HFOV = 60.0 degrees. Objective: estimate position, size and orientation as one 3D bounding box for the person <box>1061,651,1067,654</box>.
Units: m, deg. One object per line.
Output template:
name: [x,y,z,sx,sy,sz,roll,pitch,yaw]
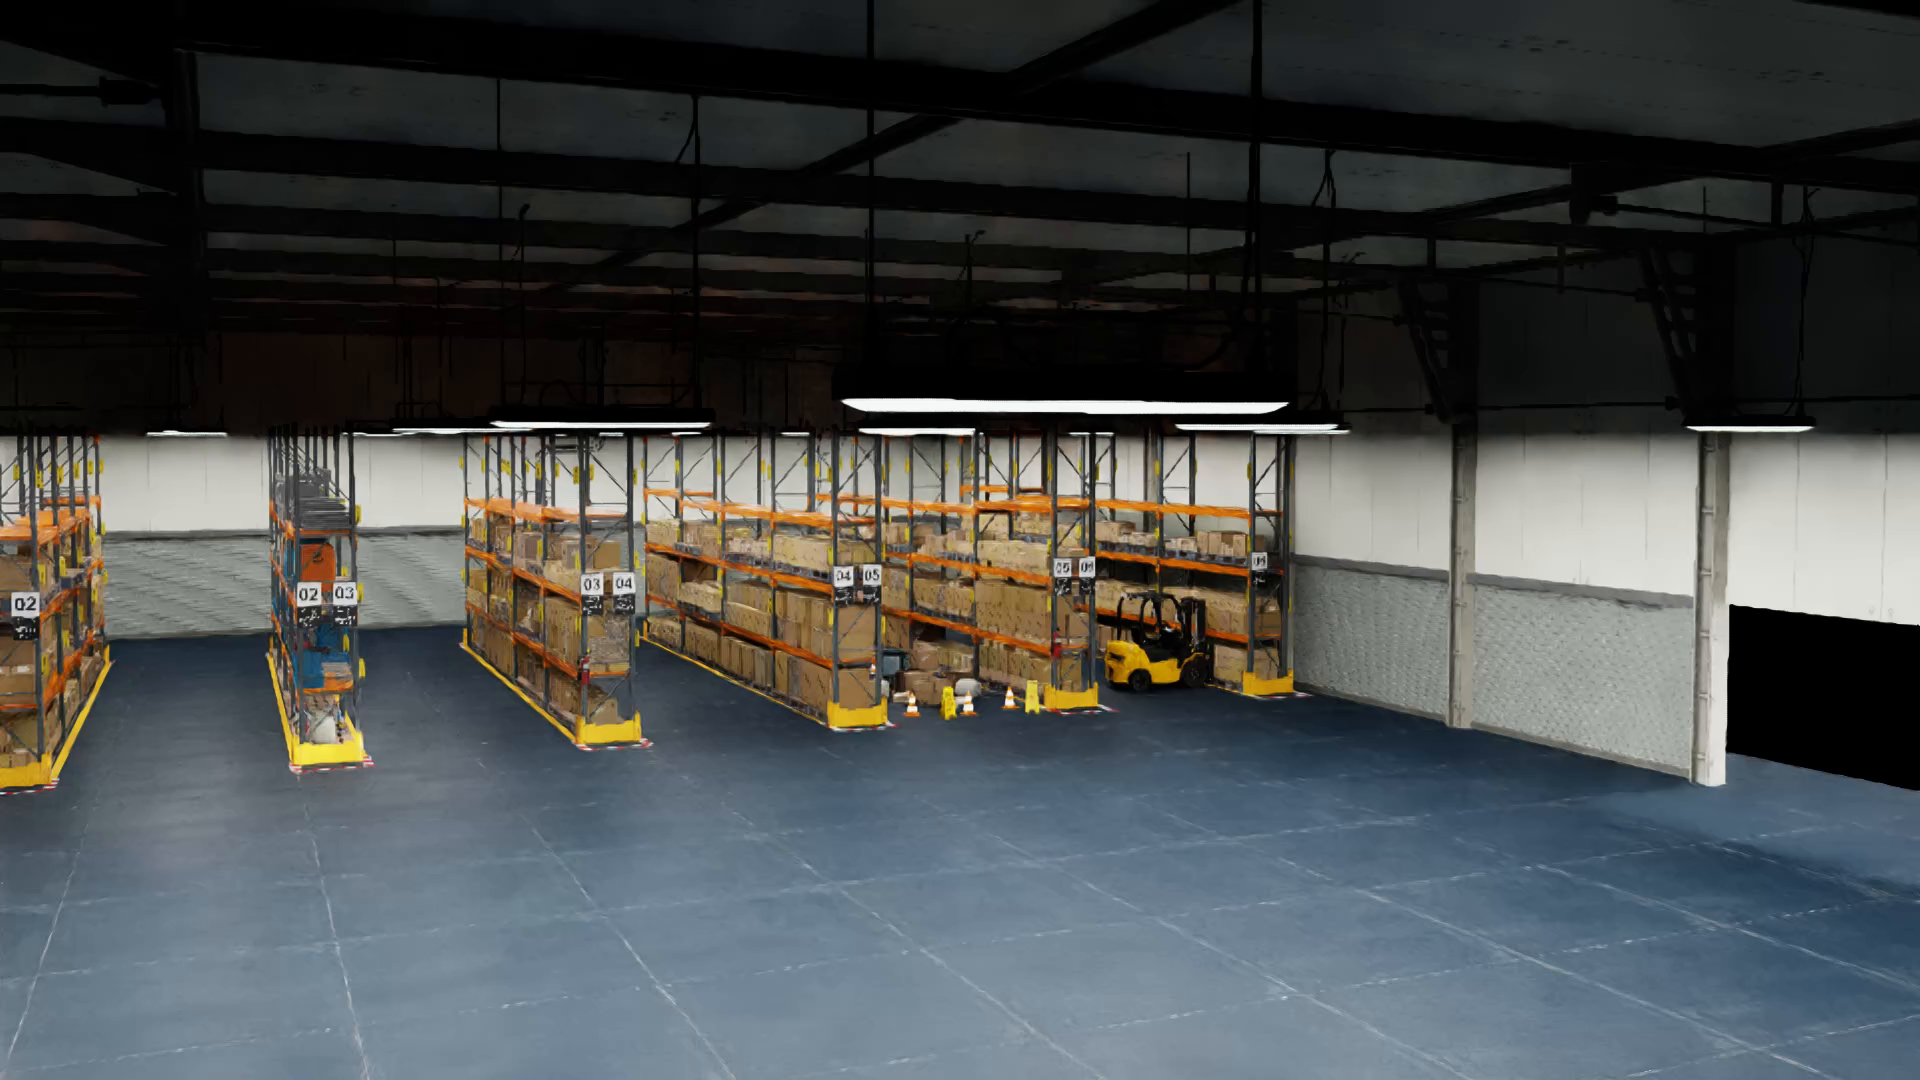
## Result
person: [2.443,2.320,41.846,0.538,1.665,0.572,0,3,4]
